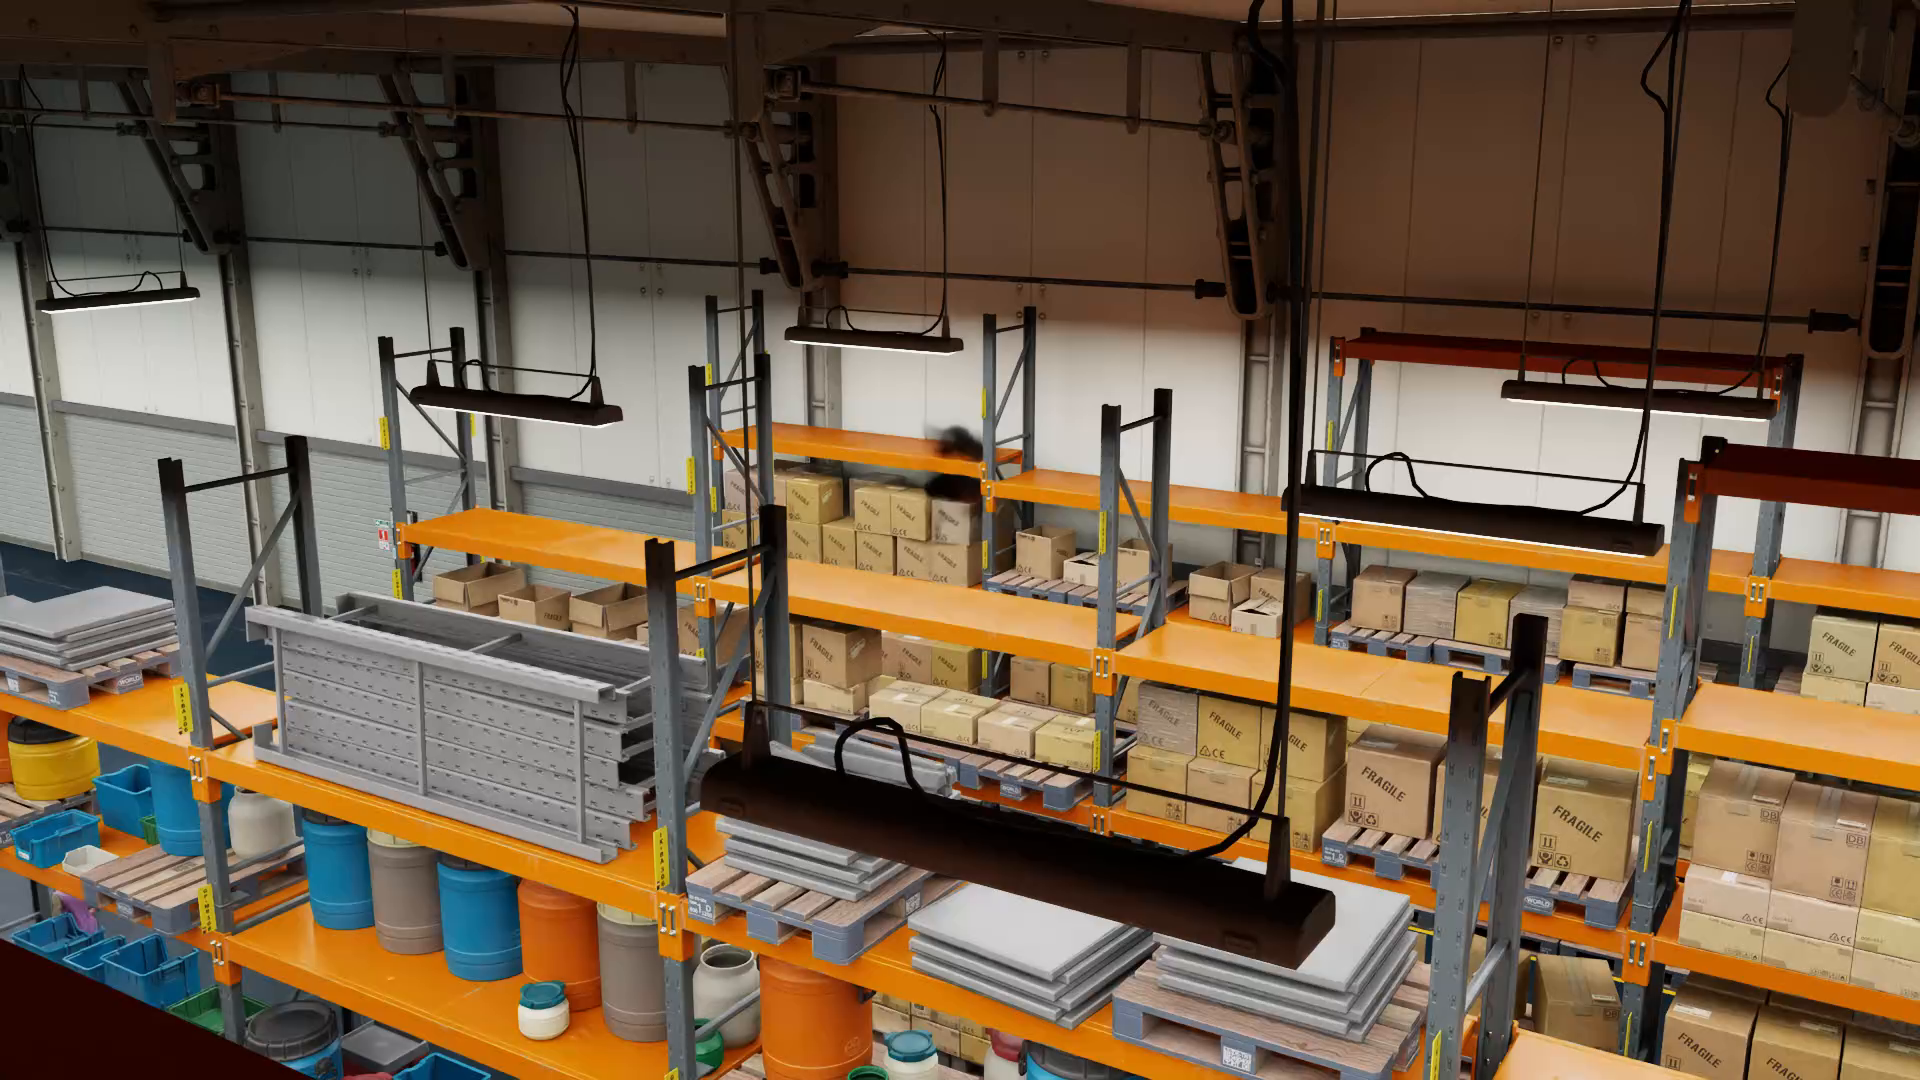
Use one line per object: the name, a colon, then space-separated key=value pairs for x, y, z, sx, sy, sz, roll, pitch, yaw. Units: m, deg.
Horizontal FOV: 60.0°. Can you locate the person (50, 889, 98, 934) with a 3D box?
person: x=-8.062 y=3.650 z=15.239 sx=0.642 sy=1.614 sz=0.535 roll=0 pitch=14 yaw=-1
